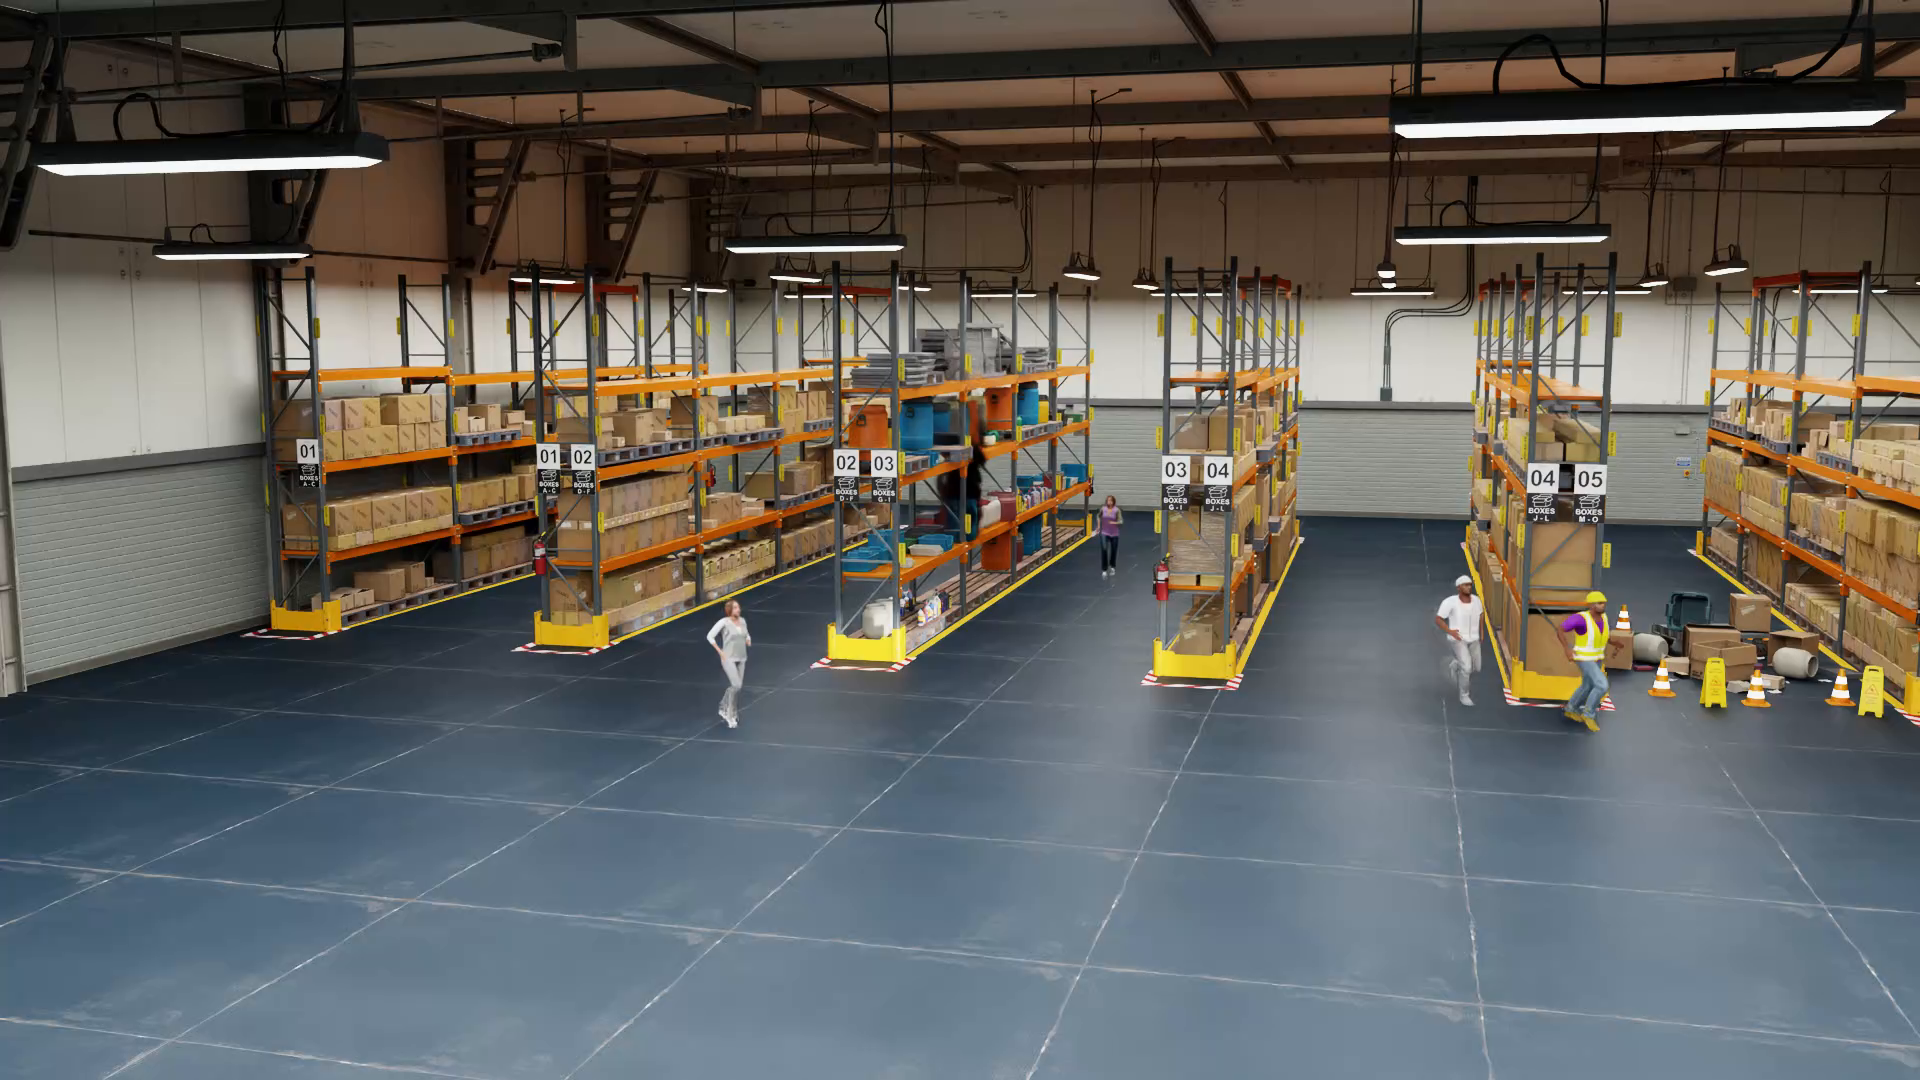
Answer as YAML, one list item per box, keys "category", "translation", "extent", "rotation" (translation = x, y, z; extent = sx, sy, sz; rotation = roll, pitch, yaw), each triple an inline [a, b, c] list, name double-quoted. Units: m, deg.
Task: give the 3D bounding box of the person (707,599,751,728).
- category: "person"
  translation: [-2.863, 1.575, 21.028]
  extent: [0.597, 1.660, 0.540]
  rotation: [6, 10, 42]

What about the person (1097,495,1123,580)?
- category: "person"
  translation: [2.886, -0.077, 32.119]
  extent: [0.510, 1.608, 0.737]
  rotation: [1, 7, 7]

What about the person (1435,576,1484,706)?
- category: "person"
  translation: [6.753, 1.328, 22.413]
  extent: [0.730, 1.724, 0.659]
  rotation: [-2, 8, -19]

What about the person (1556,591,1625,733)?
- category: "person"
  translation: [7.885, 1.508, 20.840]
  extent: [0.711, 1.762, 0.796]
  rotation: [-5, 9, -36]
